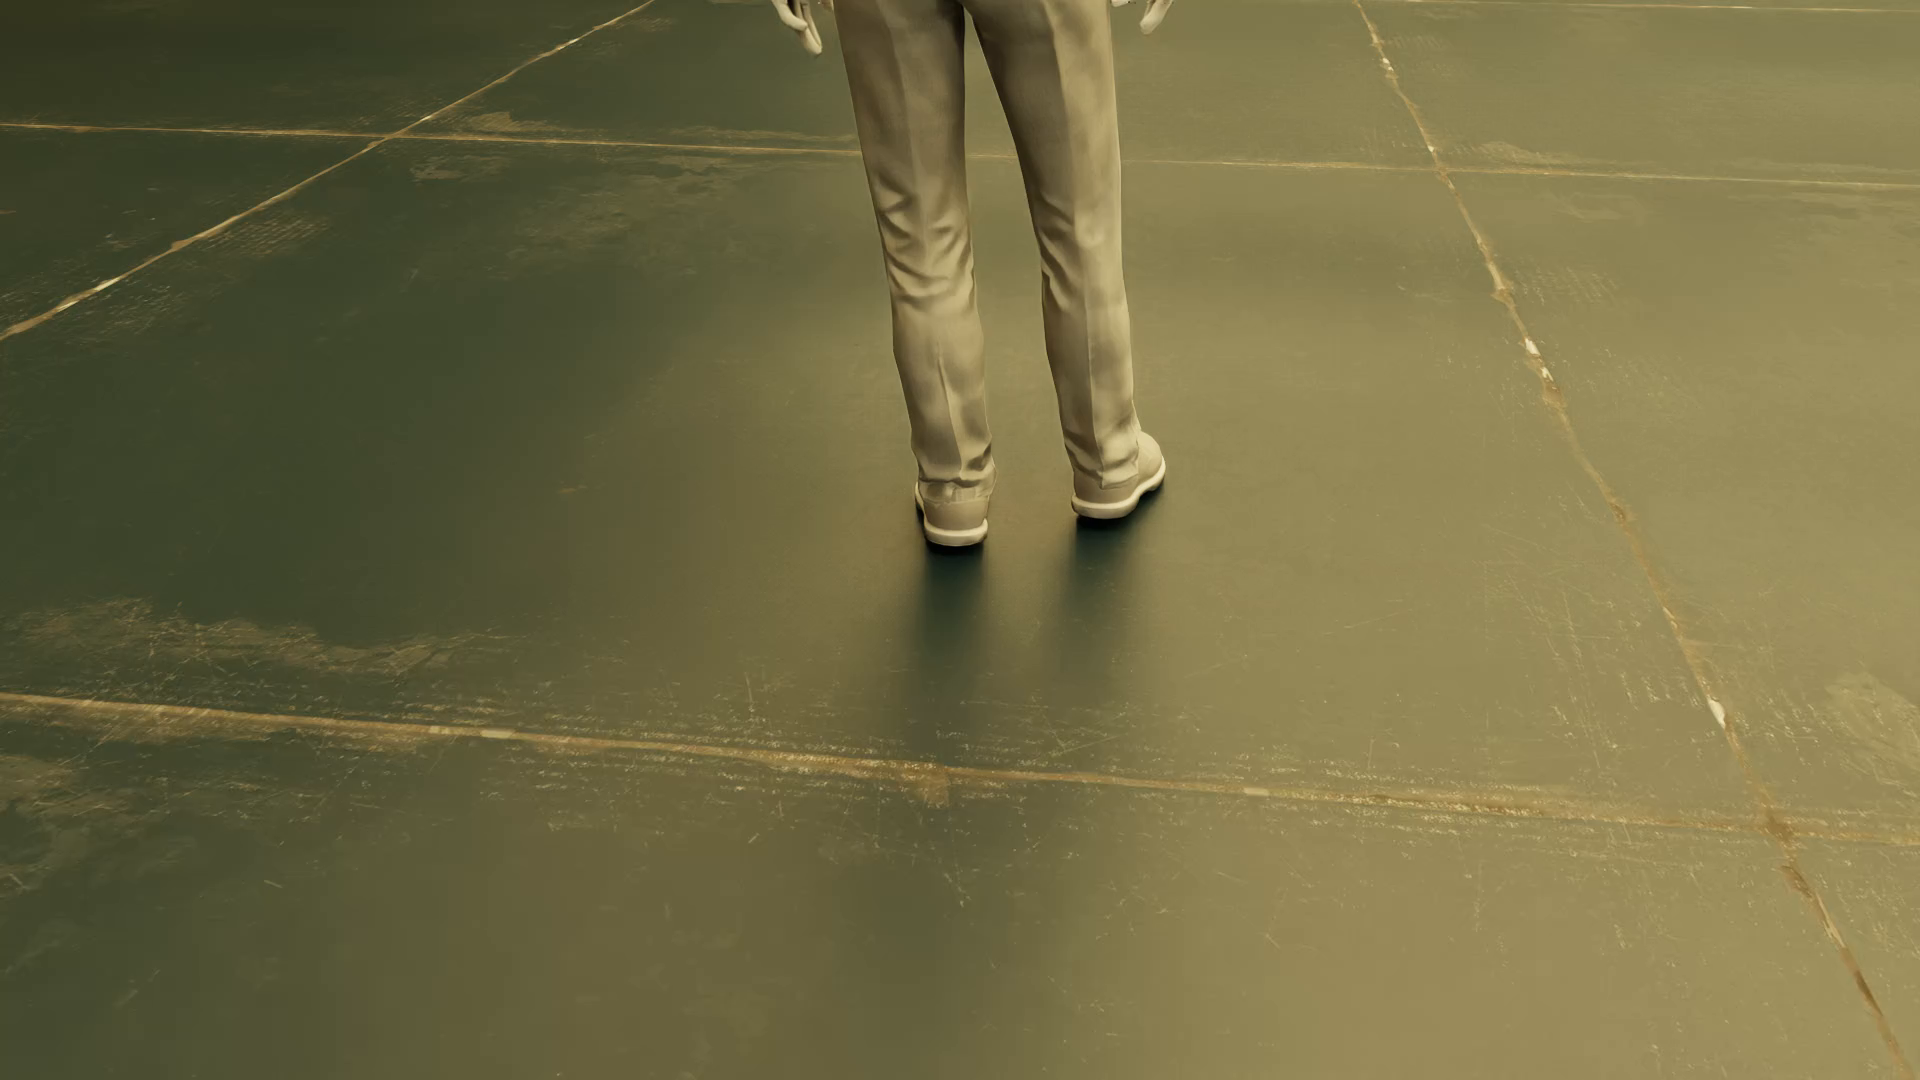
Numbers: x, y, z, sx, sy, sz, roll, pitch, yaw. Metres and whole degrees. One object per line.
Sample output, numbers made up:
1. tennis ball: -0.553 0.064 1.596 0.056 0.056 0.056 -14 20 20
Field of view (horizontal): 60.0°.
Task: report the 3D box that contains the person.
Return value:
1. person: 0.017 -0.796 2.195 0.588 1.684 0.500 3 27 7
